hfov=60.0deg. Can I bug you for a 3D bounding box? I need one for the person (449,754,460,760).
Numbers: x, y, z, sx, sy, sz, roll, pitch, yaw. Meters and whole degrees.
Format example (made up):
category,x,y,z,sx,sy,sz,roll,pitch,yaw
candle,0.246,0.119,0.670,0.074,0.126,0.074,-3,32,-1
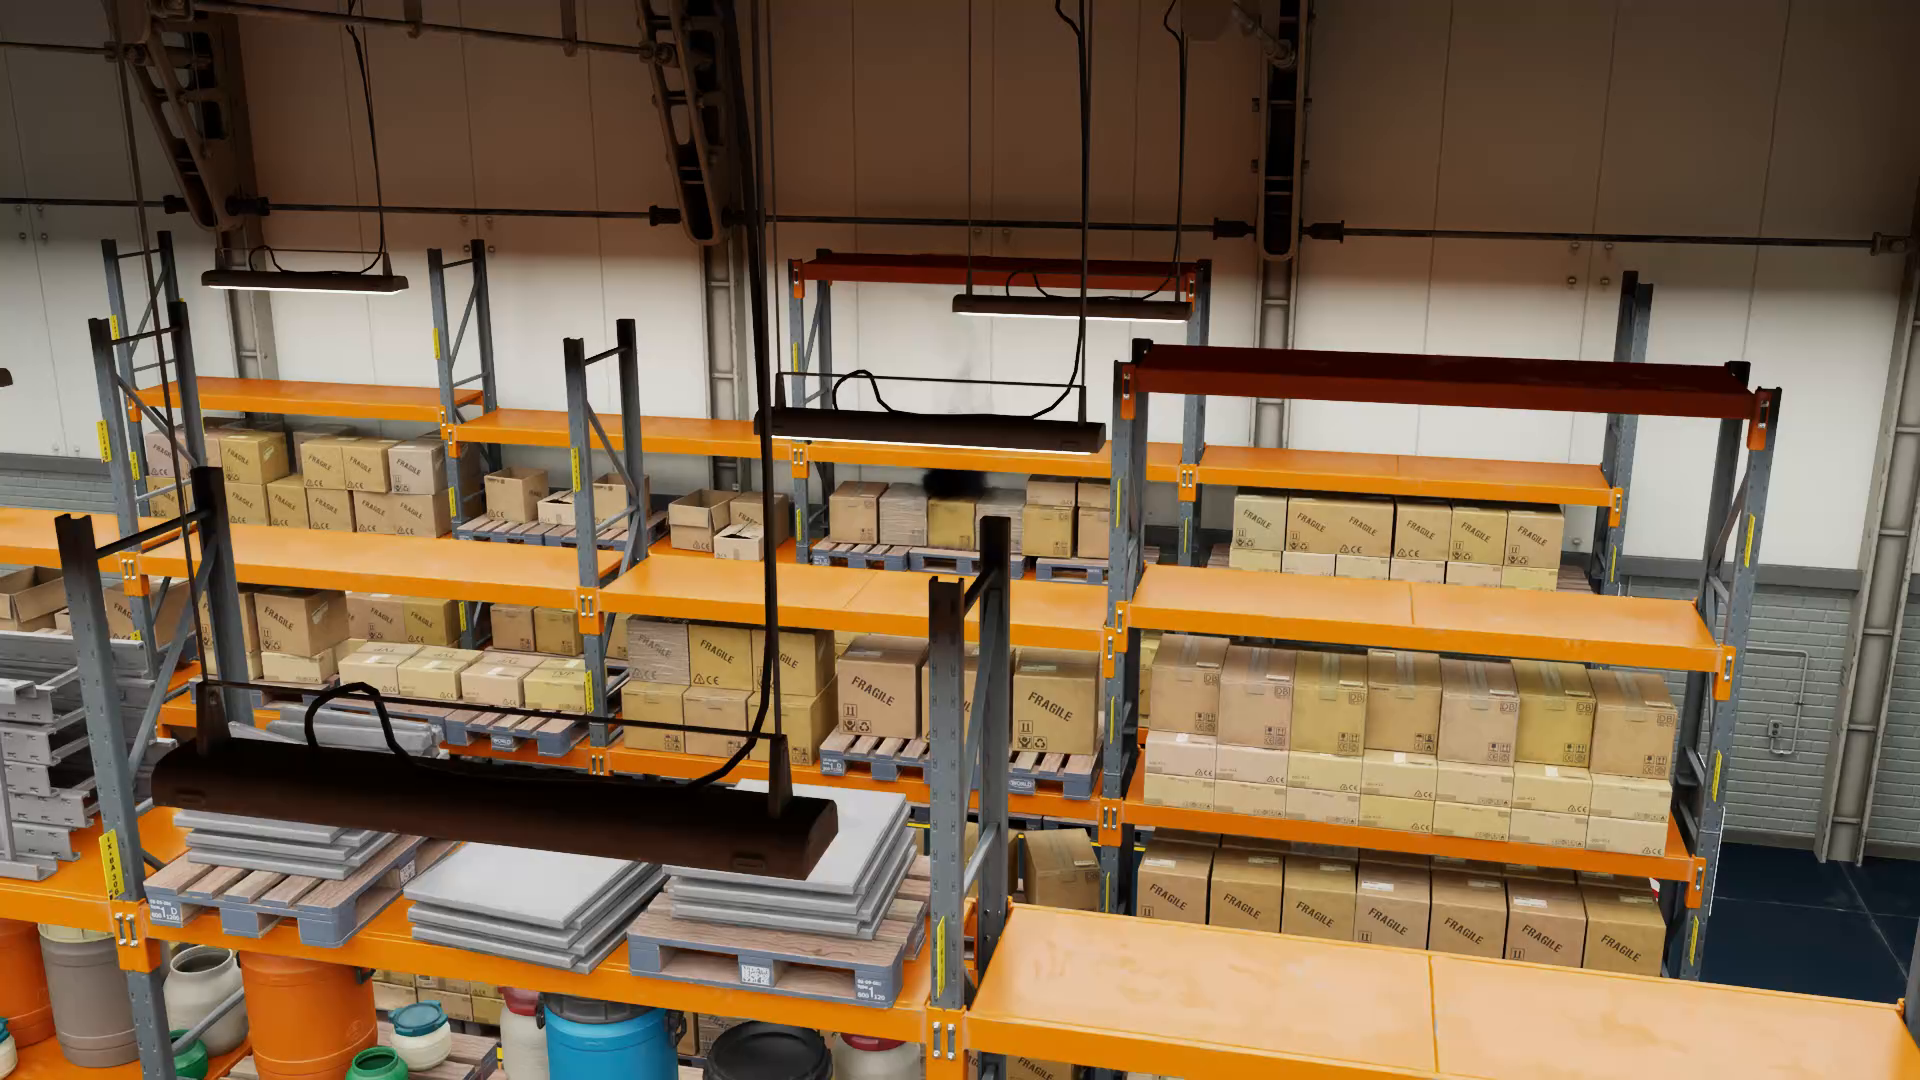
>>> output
category,x,y,z,sx,sy,sz,roll,pitch,yaw
person,-5.160,2.584,16.555,0.606,1.673,0.524,2,16,6
